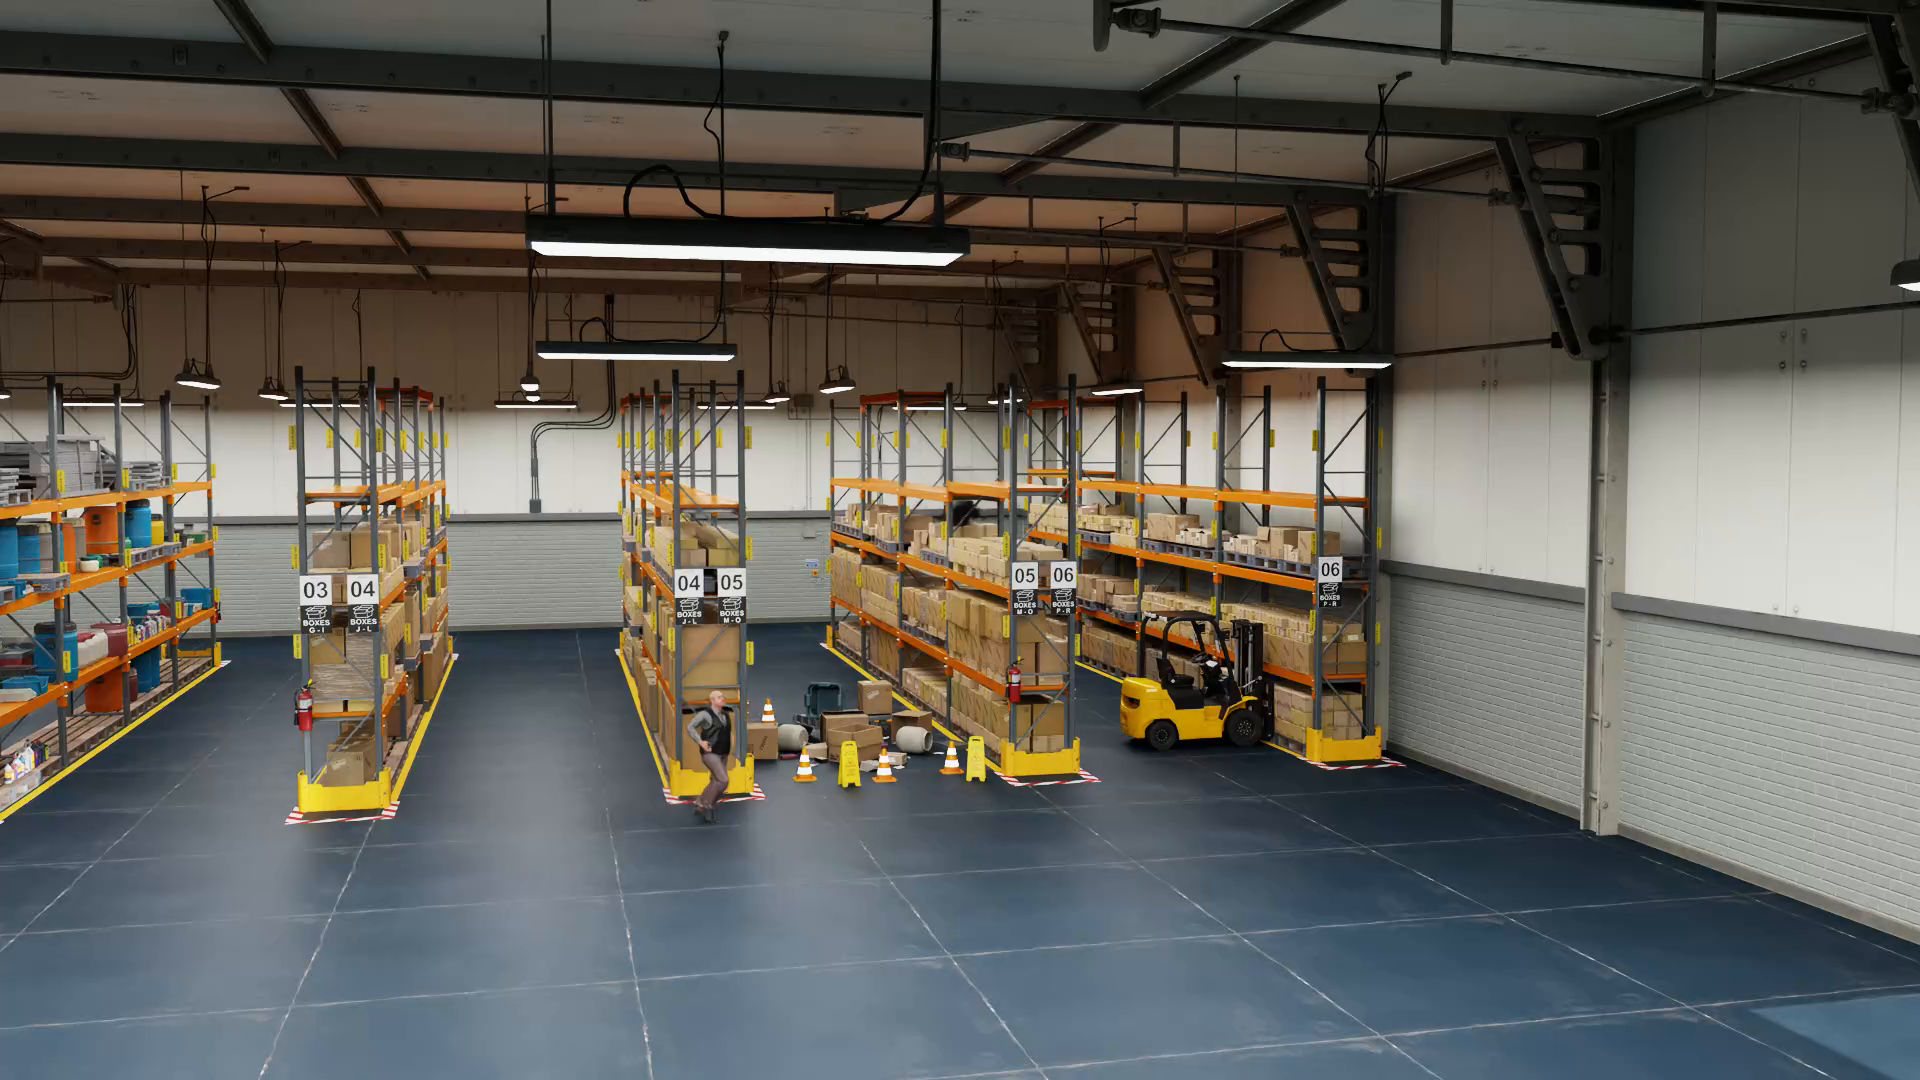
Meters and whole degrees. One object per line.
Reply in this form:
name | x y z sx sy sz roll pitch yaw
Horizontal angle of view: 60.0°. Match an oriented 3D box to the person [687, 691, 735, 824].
person | -3.214 2.851 21.903 0.620 1.738 0.686 2 4 31
